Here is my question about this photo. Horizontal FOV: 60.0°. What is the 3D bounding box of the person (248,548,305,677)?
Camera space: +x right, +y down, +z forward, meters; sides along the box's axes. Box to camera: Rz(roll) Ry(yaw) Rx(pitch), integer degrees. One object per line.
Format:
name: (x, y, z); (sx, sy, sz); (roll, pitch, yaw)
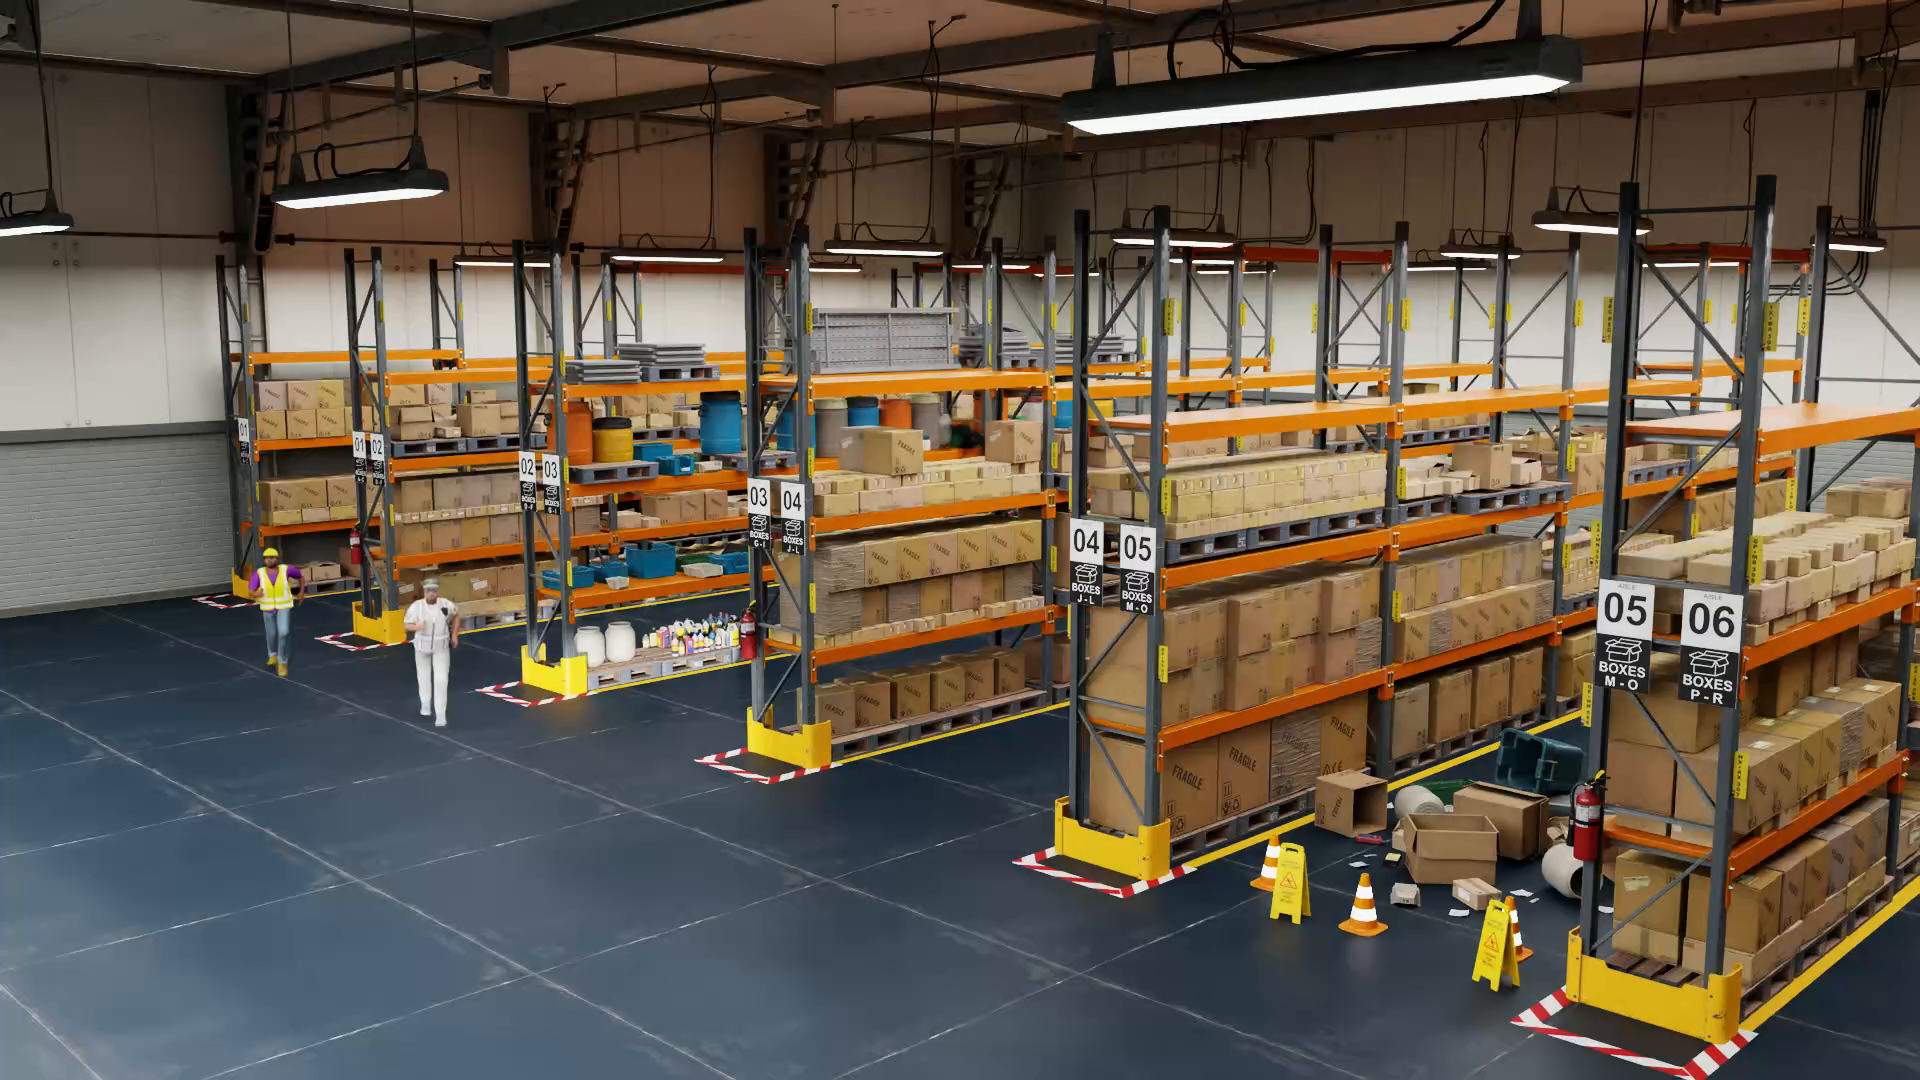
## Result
person: (-9.594, 0.994, 23.376); (0.713, 1.813, 0.899); (-2, 8, -14)

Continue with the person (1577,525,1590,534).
person: (9.845, 0.607, 26.374); (0.706, 1.699, 0.543); (-8, 11, -43)

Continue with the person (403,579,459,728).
person: (-6.549, 1.370, 20.645); (0.651, 1.840, 0.863); (-2, 8, -14)

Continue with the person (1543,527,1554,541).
person: (9.051, 0.672, 25.578); (0.919, 1.765, 0.669); (-7, 11, -41)
